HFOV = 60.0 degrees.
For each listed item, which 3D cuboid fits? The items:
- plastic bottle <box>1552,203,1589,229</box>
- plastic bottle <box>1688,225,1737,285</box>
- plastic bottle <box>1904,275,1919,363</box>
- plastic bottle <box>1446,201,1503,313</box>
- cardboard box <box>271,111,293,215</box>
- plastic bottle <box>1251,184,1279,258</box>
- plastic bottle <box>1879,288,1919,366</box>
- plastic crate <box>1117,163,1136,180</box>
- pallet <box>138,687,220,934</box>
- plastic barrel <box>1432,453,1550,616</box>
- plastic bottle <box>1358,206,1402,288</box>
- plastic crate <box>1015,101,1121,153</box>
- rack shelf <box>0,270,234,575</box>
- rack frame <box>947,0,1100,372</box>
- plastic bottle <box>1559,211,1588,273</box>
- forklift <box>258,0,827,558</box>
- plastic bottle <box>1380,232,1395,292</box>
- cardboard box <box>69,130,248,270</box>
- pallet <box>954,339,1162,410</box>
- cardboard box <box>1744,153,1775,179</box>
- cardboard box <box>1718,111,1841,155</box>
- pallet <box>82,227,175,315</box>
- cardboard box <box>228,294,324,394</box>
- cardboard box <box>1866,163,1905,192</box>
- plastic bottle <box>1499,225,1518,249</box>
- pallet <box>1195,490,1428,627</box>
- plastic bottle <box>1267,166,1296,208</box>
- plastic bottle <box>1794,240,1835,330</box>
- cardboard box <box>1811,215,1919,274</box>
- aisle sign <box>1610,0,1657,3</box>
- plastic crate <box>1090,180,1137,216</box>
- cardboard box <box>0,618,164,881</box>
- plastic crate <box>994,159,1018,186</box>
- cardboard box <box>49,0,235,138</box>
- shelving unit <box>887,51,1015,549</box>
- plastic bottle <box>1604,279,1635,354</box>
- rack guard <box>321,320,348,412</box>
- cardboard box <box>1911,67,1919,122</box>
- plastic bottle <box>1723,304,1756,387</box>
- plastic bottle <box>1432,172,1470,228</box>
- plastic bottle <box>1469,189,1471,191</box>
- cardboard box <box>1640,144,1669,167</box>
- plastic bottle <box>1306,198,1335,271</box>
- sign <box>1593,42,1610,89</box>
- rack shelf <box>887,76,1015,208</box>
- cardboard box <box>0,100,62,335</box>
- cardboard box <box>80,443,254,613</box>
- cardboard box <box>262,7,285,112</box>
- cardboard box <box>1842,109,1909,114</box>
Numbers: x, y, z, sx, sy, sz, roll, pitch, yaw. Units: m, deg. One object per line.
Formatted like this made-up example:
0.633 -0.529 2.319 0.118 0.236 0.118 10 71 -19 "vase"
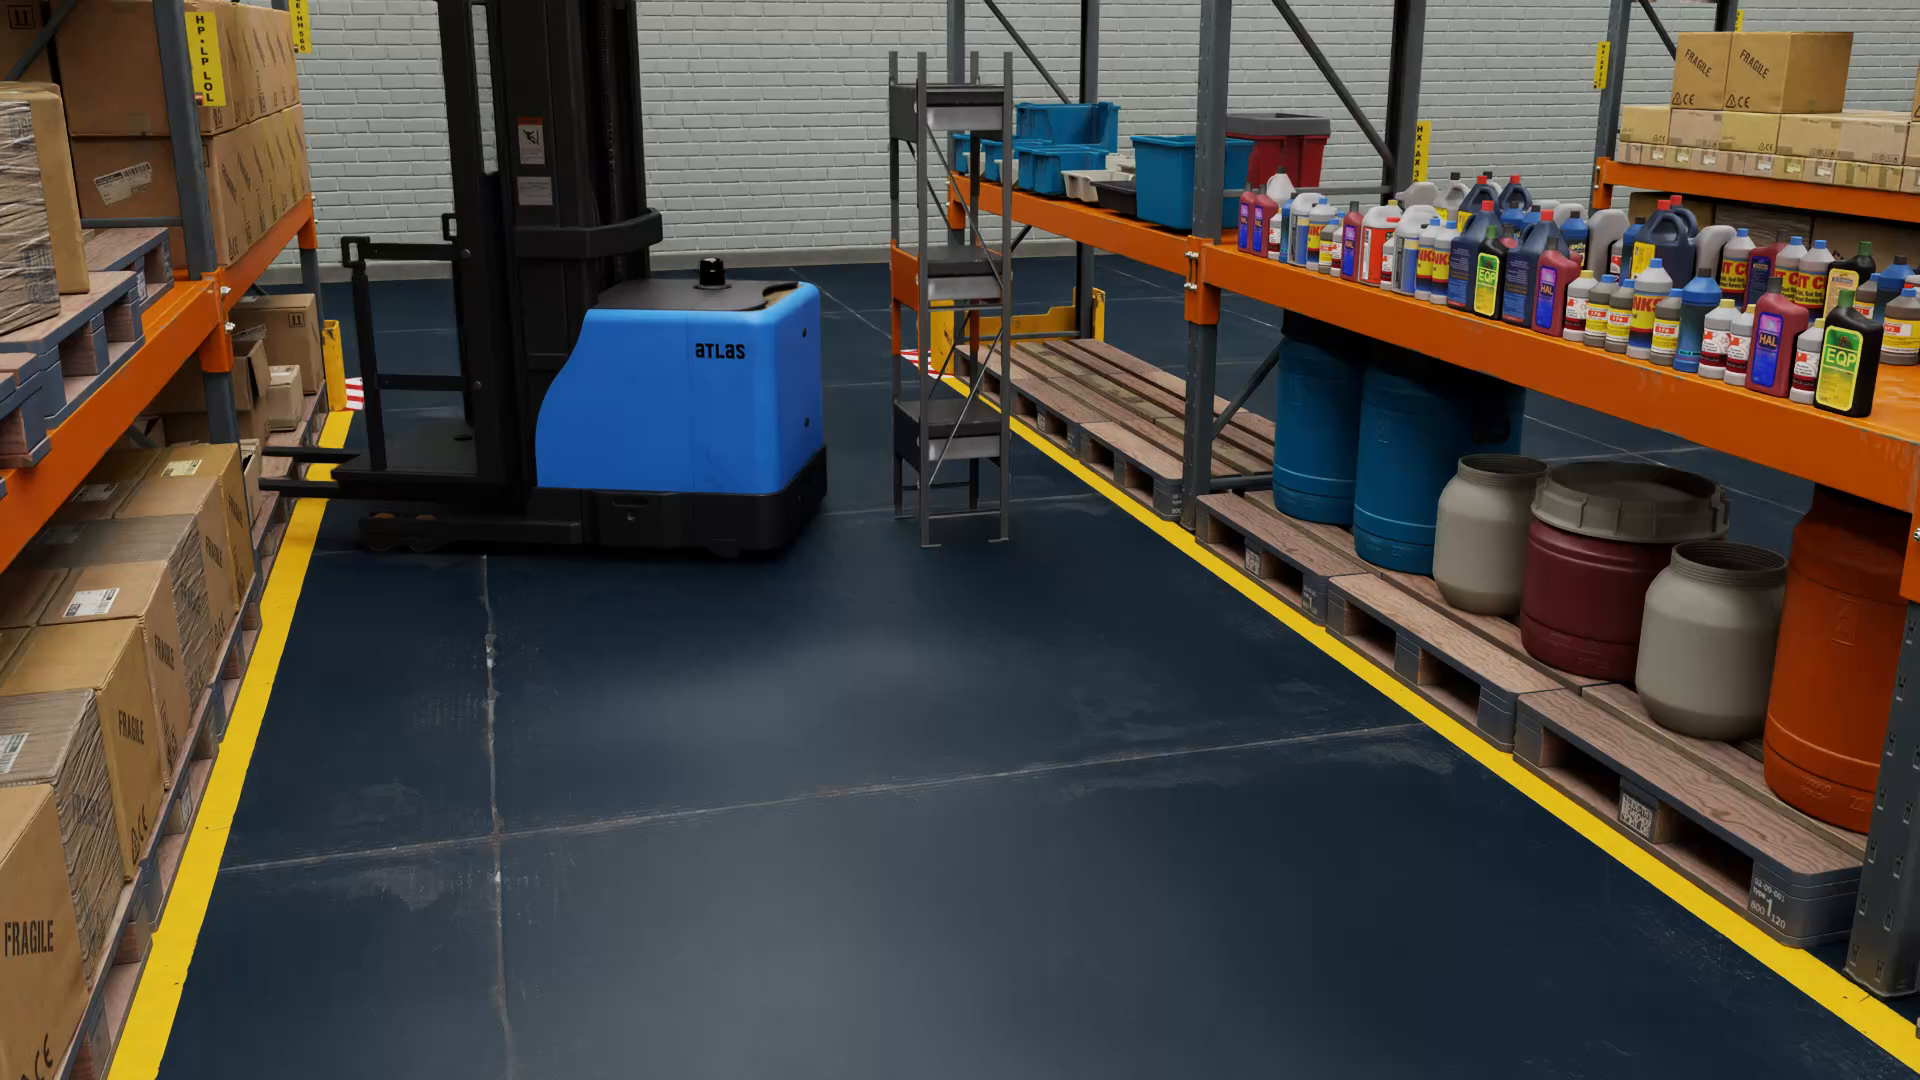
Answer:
2.207 -1.103 6.126 0.152 0.276 0.135 -5 17 -15 "plastic bottle"
2.422 -0.887 5.405 0.152 0.276 0.135 -5 17 -15 "plastic bottle"
2.676 -0.631 4.554 0.152 0.276 0.135 -5 17 -15 "plastic bottle"
1.684 -0.923 5.397 0.144 0.351 0.185 -5 17 -15 "plastic bottle"
-3.689 -1.903 8.401 0.500 0.500 0.500 -5 17 -15 "cardboard box"
1.239 -1.296 6.754 0.061 0.283 0.133 -5 17 -15 "plastic bottle"
2.561 -0.580 4.515 0.097 0.201 0.097 0 17 0 "plastic bottle"
1.076 -2.084 9.531 0.298 0.136 0.250 -5 17 -15 "plastic crate"
-2.653 0.763 4.547 1.003 0.211 1.213 -5 17 -15 "pallet"
1.909 -0.022 5.907 0.421 0.512 0.421 0 17 0 "plastic barrel"
1.527 -1.050 5.949 0.152 0.276 0.135 -5 17 -15 "plastic bottle"
0.684 -2.598 10.721 0.616 0.435 0.499 -5 17 -15 "plastic crate"
-2.702 -0.235 4.272 1.077 0.370 4.000 -5 17 -15 "rack shelf"
0.412 -2.630 10.994 1.000 3.000 0.127 -5 17 -15 "rack frame"
2.156 -1.022 5.863 0.097 0.271 0.097 0 17 0 "plastic bottle"
-2.193 -1.495 7.335 3.031 2.935 1.130 2 17 7 "forklift"
1.533 -0.980 5.846 0.097 0.201 0.097 0 17 0 "plastic bottle"
-3.130 -1.343 6.537 0.500 0.500 0.500 -4 17 -14 "cardboard box"
0.602 -1.063 10.625 1.003 0.211 1.213 -5 17 -15 "pallet"
5.311 -2.422 10.736 0.380 0.149 0.250 -5 17 -16 "cardboard box"
5.331 -2.656 10.822 0.500 0.250 0.500 -5 18 -17 "cardboard box"
-3.137 -0.811 5.273 1.003 0.211 1.213 -5 17 -15 "pallet"
-3.965 -1.122 9.554 0.500 0.500 0.500 -5 17 -15 "cardboard box"
5.592 -2.138 9.792 0.380 0.149 0.250 -4 17 -14 "cardboard box"
1.747 -0.848 5.265 0.061 0.283 0.133 -5 17 -15 "plastic bottle"
1.684 0.029 6.990 1.003 0.211 1.213 -5 17 -15 "pallet"
1.308 -1.366 6.871 0.144 0.351 0.185 -5 17 -15 "plastic bottle"
2.570 -0.764 5.004 0.097 0.271 0.097 0 17 0 "plastic bottle"
5.922 -1.537 10.317 0.875 0.875 0.875 -5 17 -15 "cardboard box"
4.866 -4.263 11.911 0.394 0.787 0.004 -5 17 -15 "aisle sign"
0.946 -1.709 8.301 0.437 0.125 0.590 -5 17 -15 "plastic crate"
-2.285 0.528 4.061 0.500 0.500 0.500 -5 17 -16 "cardboard box"
0.359 -2.155 9.767 0.250 0.136 0.298 -5 17 -15 "plastic crate"
-3.111 -1.812 6.360 0.500 0.500 0.500 -4 17 -14 "cardboard box"
-0.045 -1.051 7.302 0.431 2.100 0.503 -5 17 -15 "shelving unit"
1.878 -0.632 4.687 0.097 0.201 0.097 0 17 0 "plastic bottle"
-4.330 -1.021 9.983 1.175 0.500 0.348 -5 17 -15 "rack guard"
5.757 -2.590 9.300 0.500 0.500 0.500 -5 17 -15 "cardboard box"
2.012 -0.497 4.239 0.097 0.201 0.097 0 17 0 "plastic bottle"
1.940 -1.260 6.519 0.144 0.351 0.185 -5 17 -15 "plastic bottle"
2.031 -1.280 6.714 0.152 0.276 0.135 -5 17 -15 "plastic bottle"
5.027 -2.706 11.684 0.380 0.149 0.250 -5 17 -16 "cardboard box"
1.379 -1.168 6.351 0.097 0.271 0.097 0 17 0 "plastic bottle"
4.639 -3.432 12.021 0.100 0.325 0.005 -5 17 -15 "sign"
-0.045 -1.709 7.105 0.431 0.518 0.480 -5 17 -15 "rack shelf"
-2.502 -0.709 3.694 0.700 0.500 0.500 -1 17 -5 "cardboard box"
-2.841 -0.033 5.927 0.500 0.500 0.500 -5 17 -16 "cardboard box"
-3.678 -2.382 8.256 0.500 0.500 0.500 -4 17 -14 "cardboard box"
5.842 -2.698 10.964 0.500 0.250 0.500 -5 18 -17 "cardboard box"
